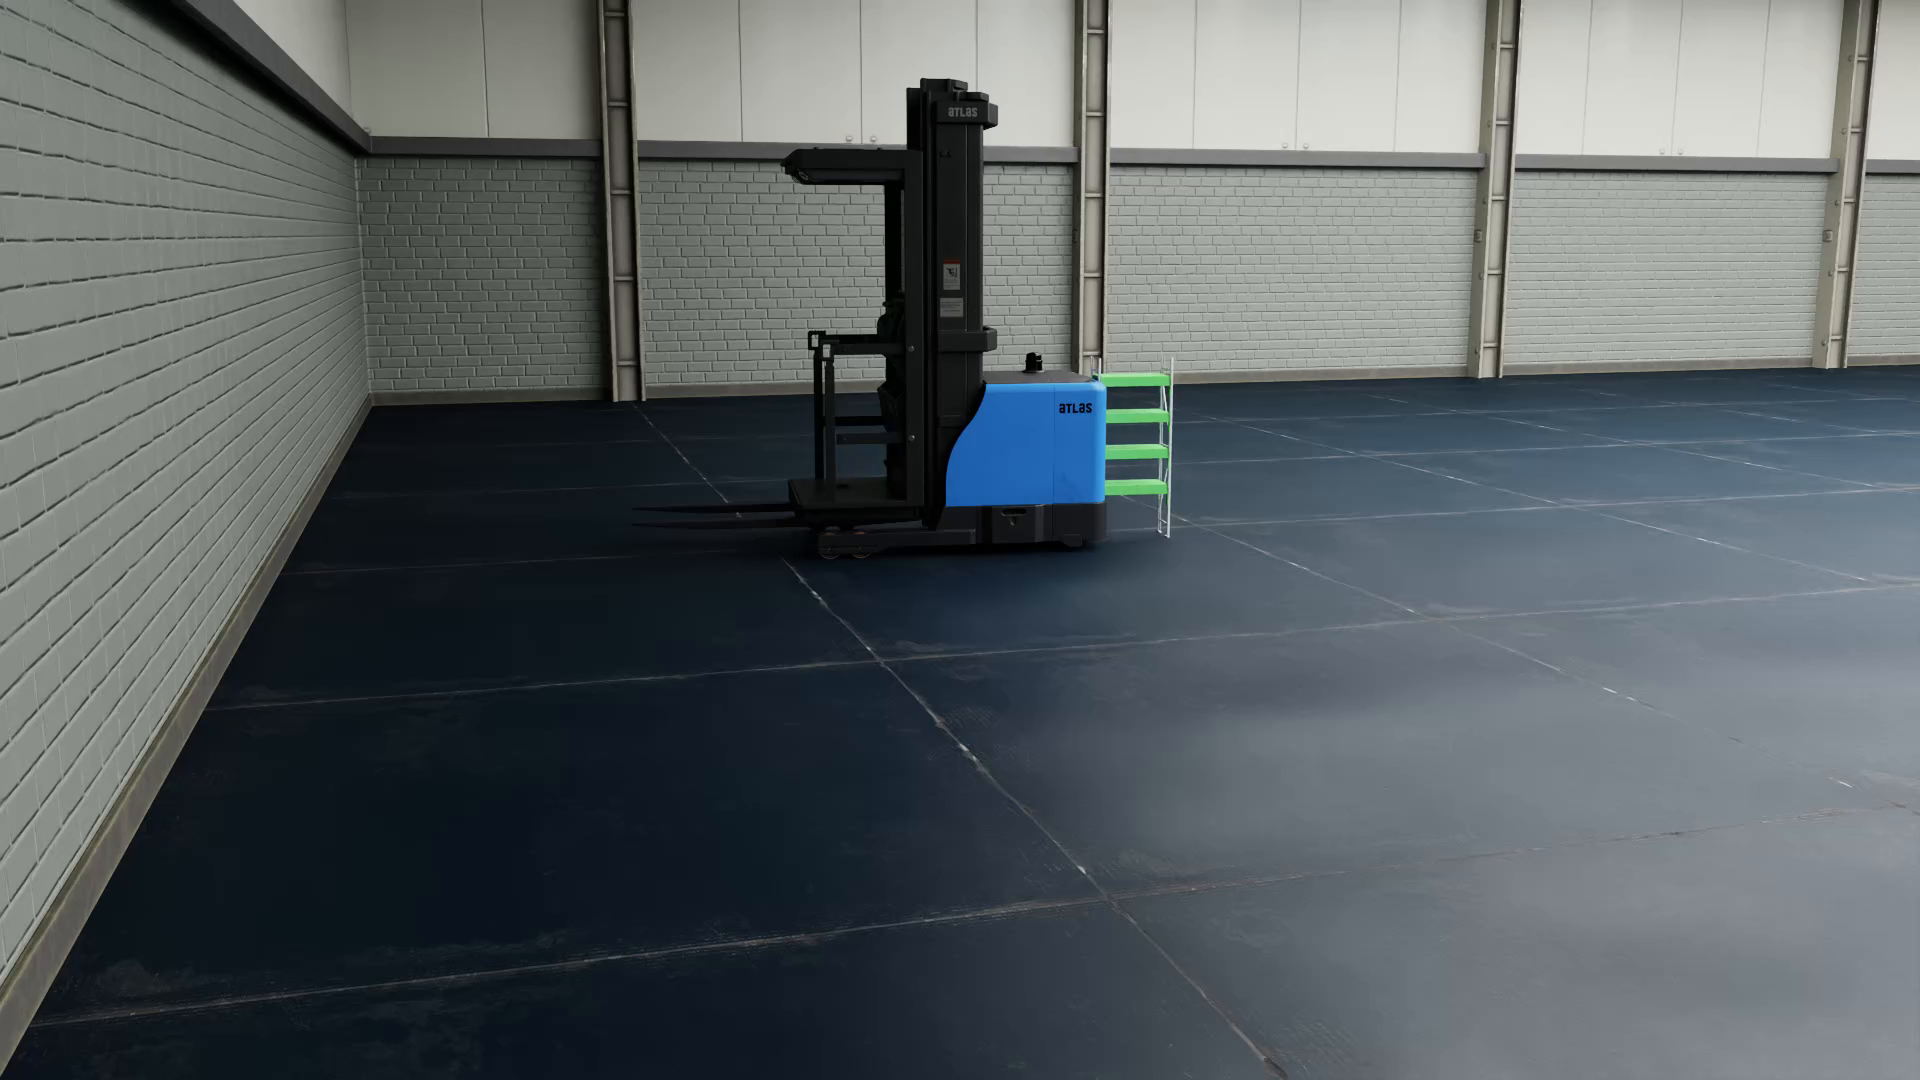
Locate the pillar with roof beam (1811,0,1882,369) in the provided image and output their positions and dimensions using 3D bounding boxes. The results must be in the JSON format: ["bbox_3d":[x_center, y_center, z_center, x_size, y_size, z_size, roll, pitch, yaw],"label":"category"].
[{"bbox_3d":[14.424,-6.304,20.435,0.400,9.000,9.100,-3,11,-16],"label":"pillar with roof beam"}]

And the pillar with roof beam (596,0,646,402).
[{"bbox_3d":[-2.858,-5.393,15.487,0.400,9.000,9.100,-3,11,-16],"label":"pillar with roof beam"}]

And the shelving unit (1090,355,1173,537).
[{"bbox_3d":[1.136,-0.622,11.109,0.503,1.200,0.258,-2,11,-9],"label":"shelving unit"}]

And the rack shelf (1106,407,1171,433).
[{"bbox_3d":[1.136,-0.795,11.077,0.480,0.148,0.258,-2,11,-9],"label":"rack shelf"}]

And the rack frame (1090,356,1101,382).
[{"bbox_3d":[0.895,-0.615,11.071,0.015,1.200,0.240,-2,11,-9],"label":"rack frame"}]

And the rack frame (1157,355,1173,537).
[{"bbox_3d":[1.377,-0.629,11.147,0.015,1.200,0.240,-2,11,-9],"label":"rack frame"}]

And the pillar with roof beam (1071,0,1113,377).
[{"bbox_3d":[2.903,-5.697,17.136,0.400,9.000,9.100,-3,11,-16],"label":"pillar with roof beam"}]

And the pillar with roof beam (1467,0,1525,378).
[{"bbox_3d":[8.664,-6.000,18.786,0.400,9.000,9.100,-3,11,-16],"label":"pillar with roof beam"}]

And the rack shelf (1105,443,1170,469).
[{"bbox_3d":[1.136,-0.559,11.120,0.480,0.148,0.258,-2,11,-9],"label":"rack shelf"}]

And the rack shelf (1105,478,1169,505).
[{"bbox_3d":[1.136,-0.323,11.164,0.480,0.148,0.258,-2,11,-9],"label":"rack shelf"}]

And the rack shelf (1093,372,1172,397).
[{"bbox_3d":[1.136,-1.031,11.034,0.480,0.148,0.258,-2,11,-9],"label":"rack shelf"}]

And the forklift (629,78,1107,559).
[{"bbox_3d":[-0.618,-1.424,10.685,3.031,2.935,1.130,-2,11,-9],"label":"forklift"}]
